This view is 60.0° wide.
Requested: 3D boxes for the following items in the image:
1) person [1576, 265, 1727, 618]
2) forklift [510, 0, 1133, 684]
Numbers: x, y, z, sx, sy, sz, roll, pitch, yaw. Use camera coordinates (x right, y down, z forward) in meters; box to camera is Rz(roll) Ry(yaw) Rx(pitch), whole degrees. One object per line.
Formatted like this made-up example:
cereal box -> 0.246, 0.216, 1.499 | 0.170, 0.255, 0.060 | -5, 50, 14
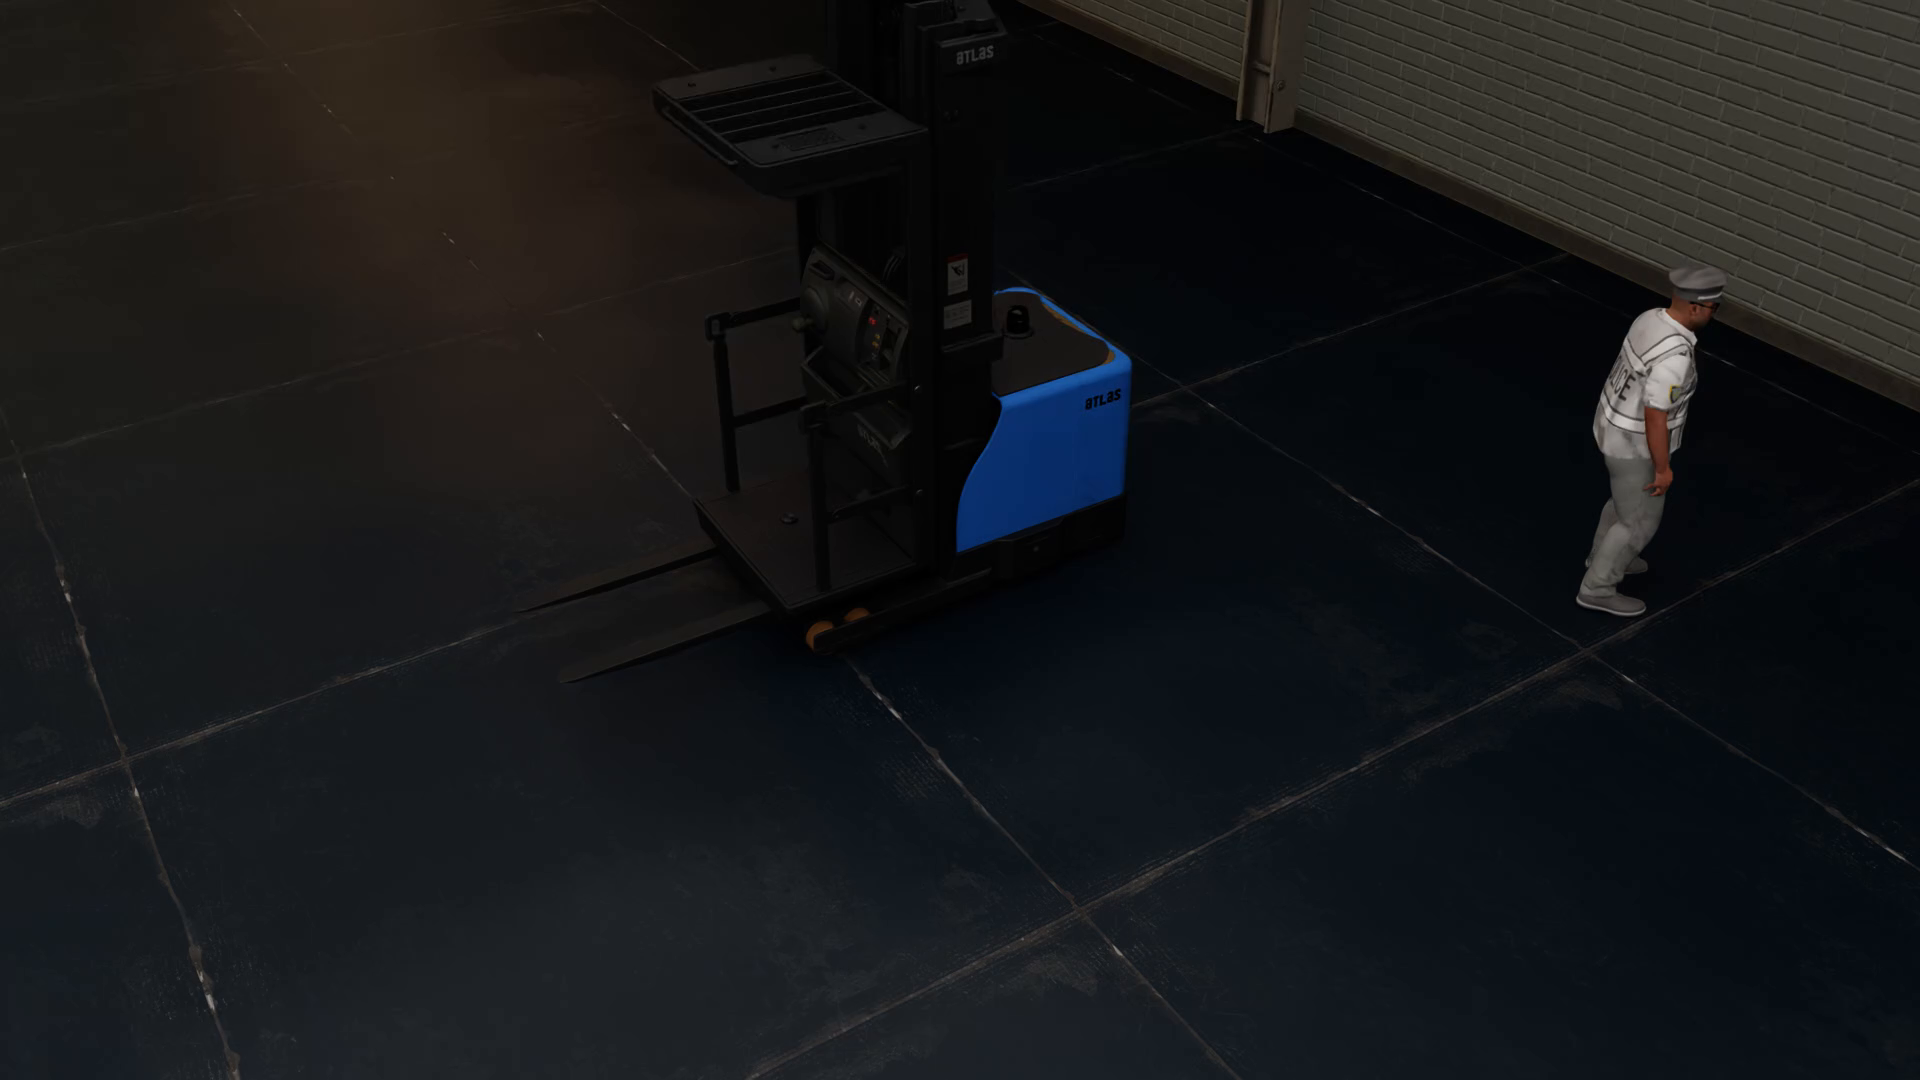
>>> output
person -> 3.244, -0.463, 7.852 | 0.478, 1.762, 0.600 | 5, 35, 7
forklift -> -0.666, -0.996, 7.566 | 3.031, 2.935, 1.130 | -19, 39, -25
